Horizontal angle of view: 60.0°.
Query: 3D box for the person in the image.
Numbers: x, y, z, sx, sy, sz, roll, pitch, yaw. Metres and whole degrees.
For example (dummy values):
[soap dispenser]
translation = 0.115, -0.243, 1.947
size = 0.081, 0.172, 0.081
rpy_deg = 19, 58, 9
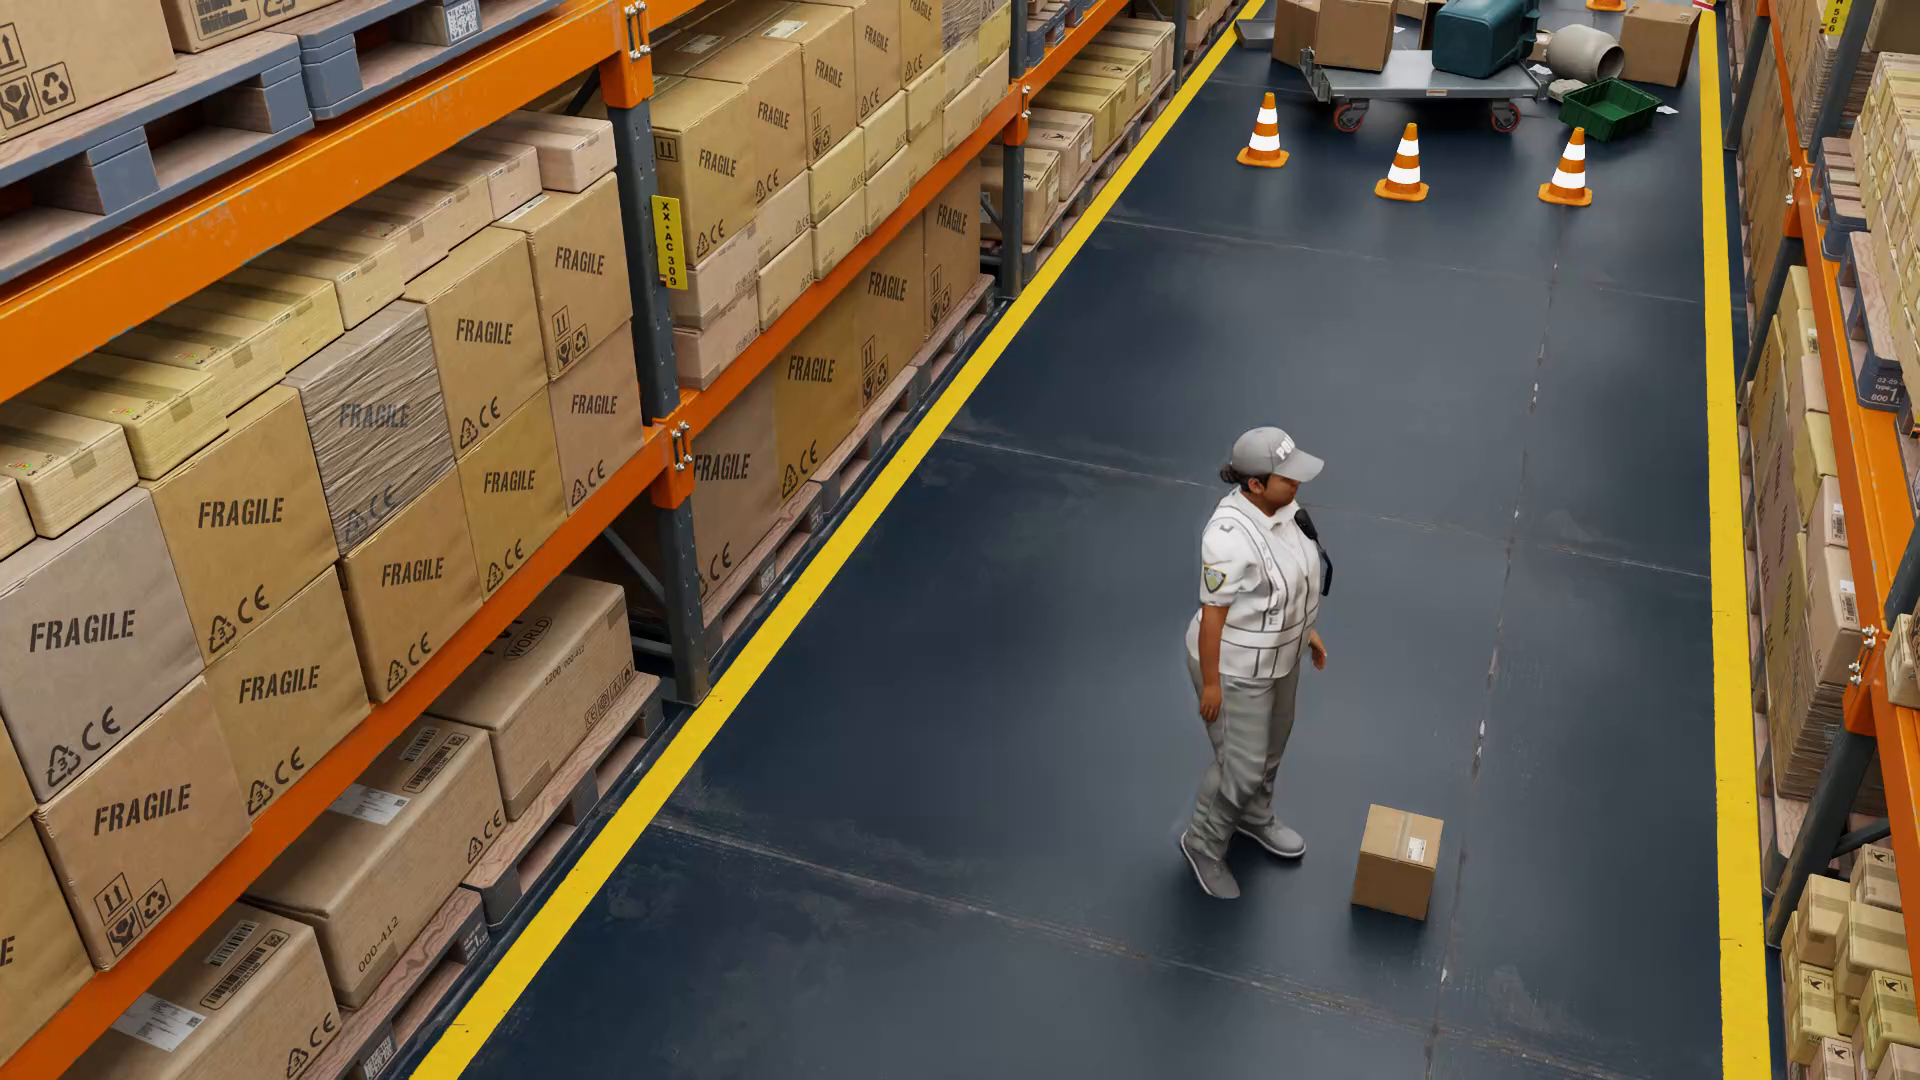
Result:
[person]
translation = 0.990, 0.417, 5.519
size = 0.456, 1.735, 0.528
rpy_deg = 21, 39, 29
